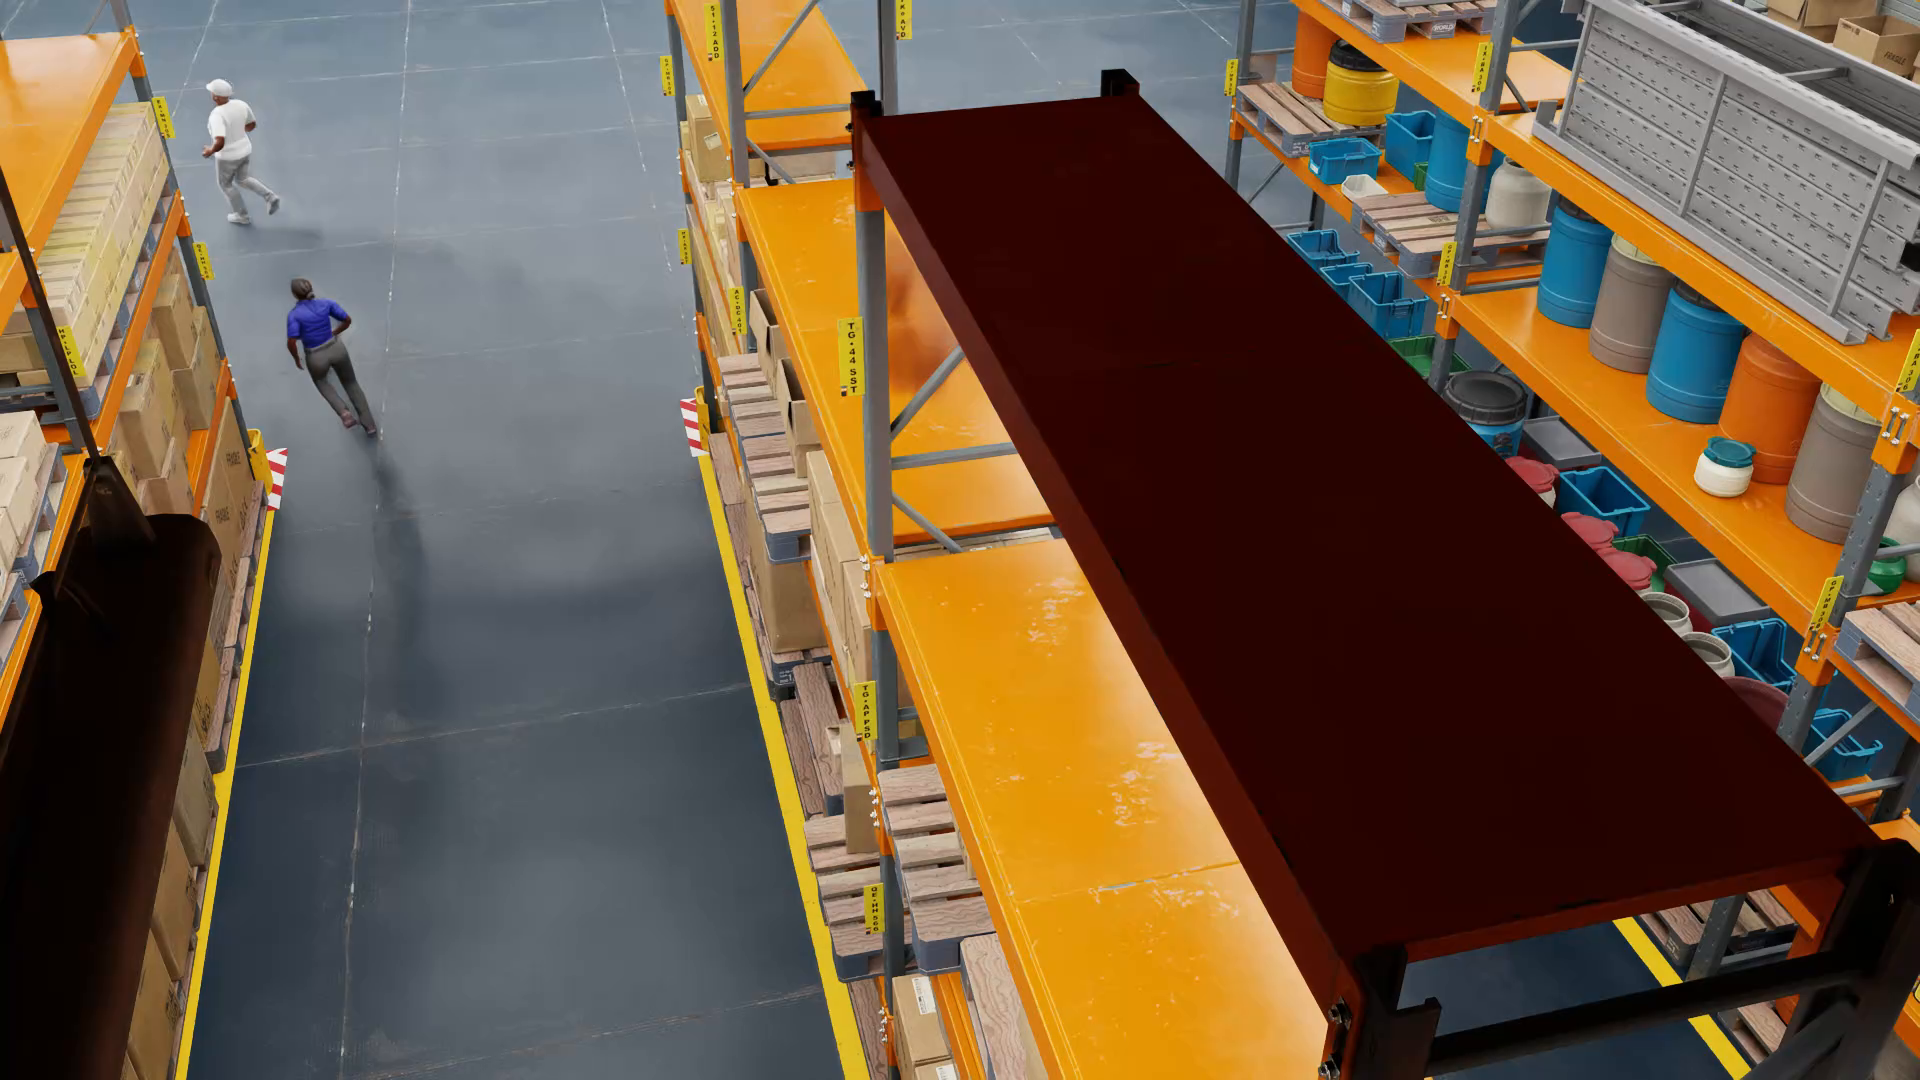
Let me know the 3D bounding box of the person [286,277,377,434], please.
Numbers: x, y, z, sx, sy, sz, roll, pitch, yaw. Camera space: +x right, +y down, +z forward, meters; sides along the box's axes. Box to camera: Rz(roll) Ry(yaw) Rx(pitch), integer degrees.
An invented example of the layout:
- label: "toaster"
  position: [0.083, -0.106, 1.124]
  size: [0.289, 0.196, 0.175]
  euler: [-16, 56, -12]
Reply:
- label: "person"
  position: [-5.806, -1.679, 15.119]
  size: [0.640, 1.600, 0.576]
  euler: [-23, 41, -30]

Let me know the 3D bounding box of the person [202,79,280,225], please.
- label: "person"
  position: [-8.284, -4.423, 19.029]
  size: [0.706, 1.723, 0.706]
  euler: [11, 36, 15]
